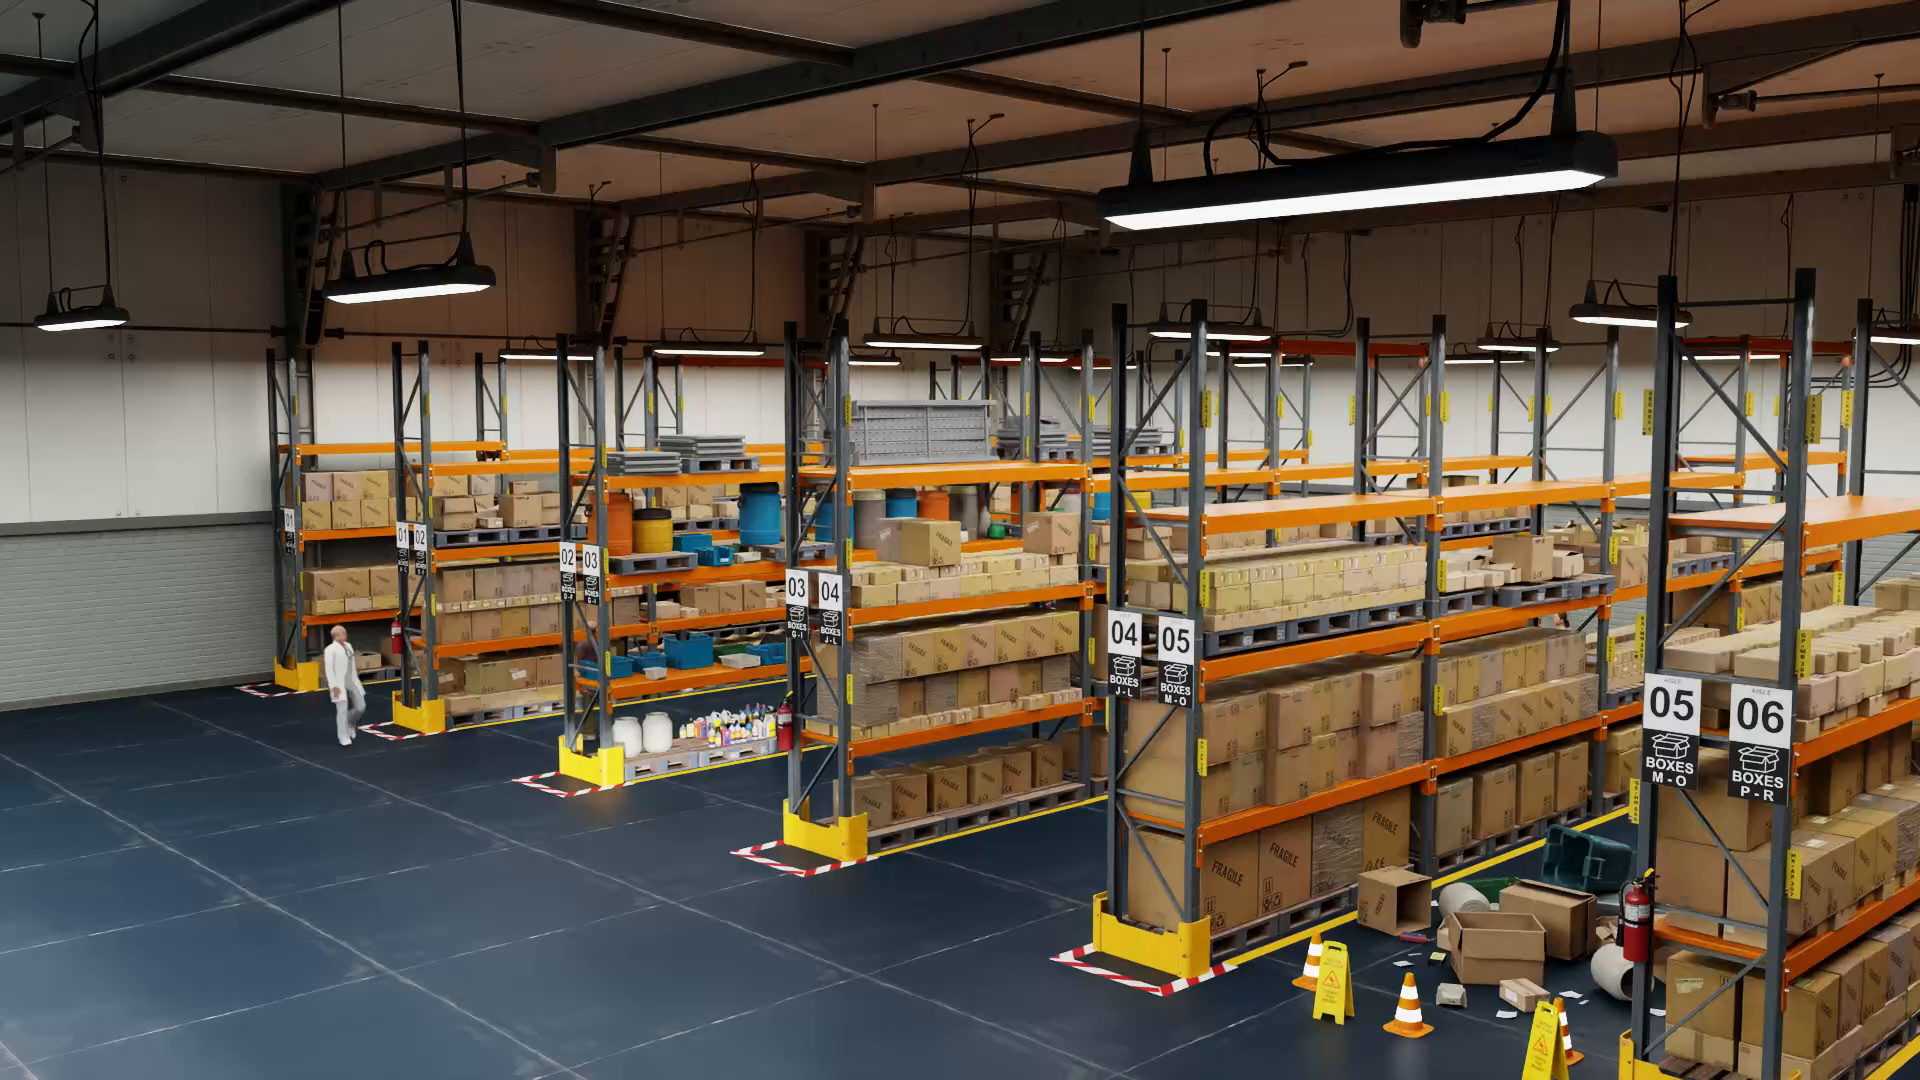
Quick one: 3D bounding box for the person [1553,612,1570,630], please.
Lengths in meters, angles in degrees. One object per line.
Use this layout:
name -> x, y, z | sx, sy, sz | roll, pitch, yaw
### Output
person -> 9.753, 1.982, 27.112 | 0.333, 1.674, 0.475 | 3, 6, 30

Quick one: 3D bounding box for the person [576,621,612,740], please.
person -> -5.498, 2.151, 24.989 | 0.614, 1.685, 0.432 | -5, 7, -43

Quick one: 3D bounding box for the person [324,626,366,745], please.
person -> -9.132, 2.137, 24.594 | 0.588, 1.760, 0.573 | -5, 7, -43
